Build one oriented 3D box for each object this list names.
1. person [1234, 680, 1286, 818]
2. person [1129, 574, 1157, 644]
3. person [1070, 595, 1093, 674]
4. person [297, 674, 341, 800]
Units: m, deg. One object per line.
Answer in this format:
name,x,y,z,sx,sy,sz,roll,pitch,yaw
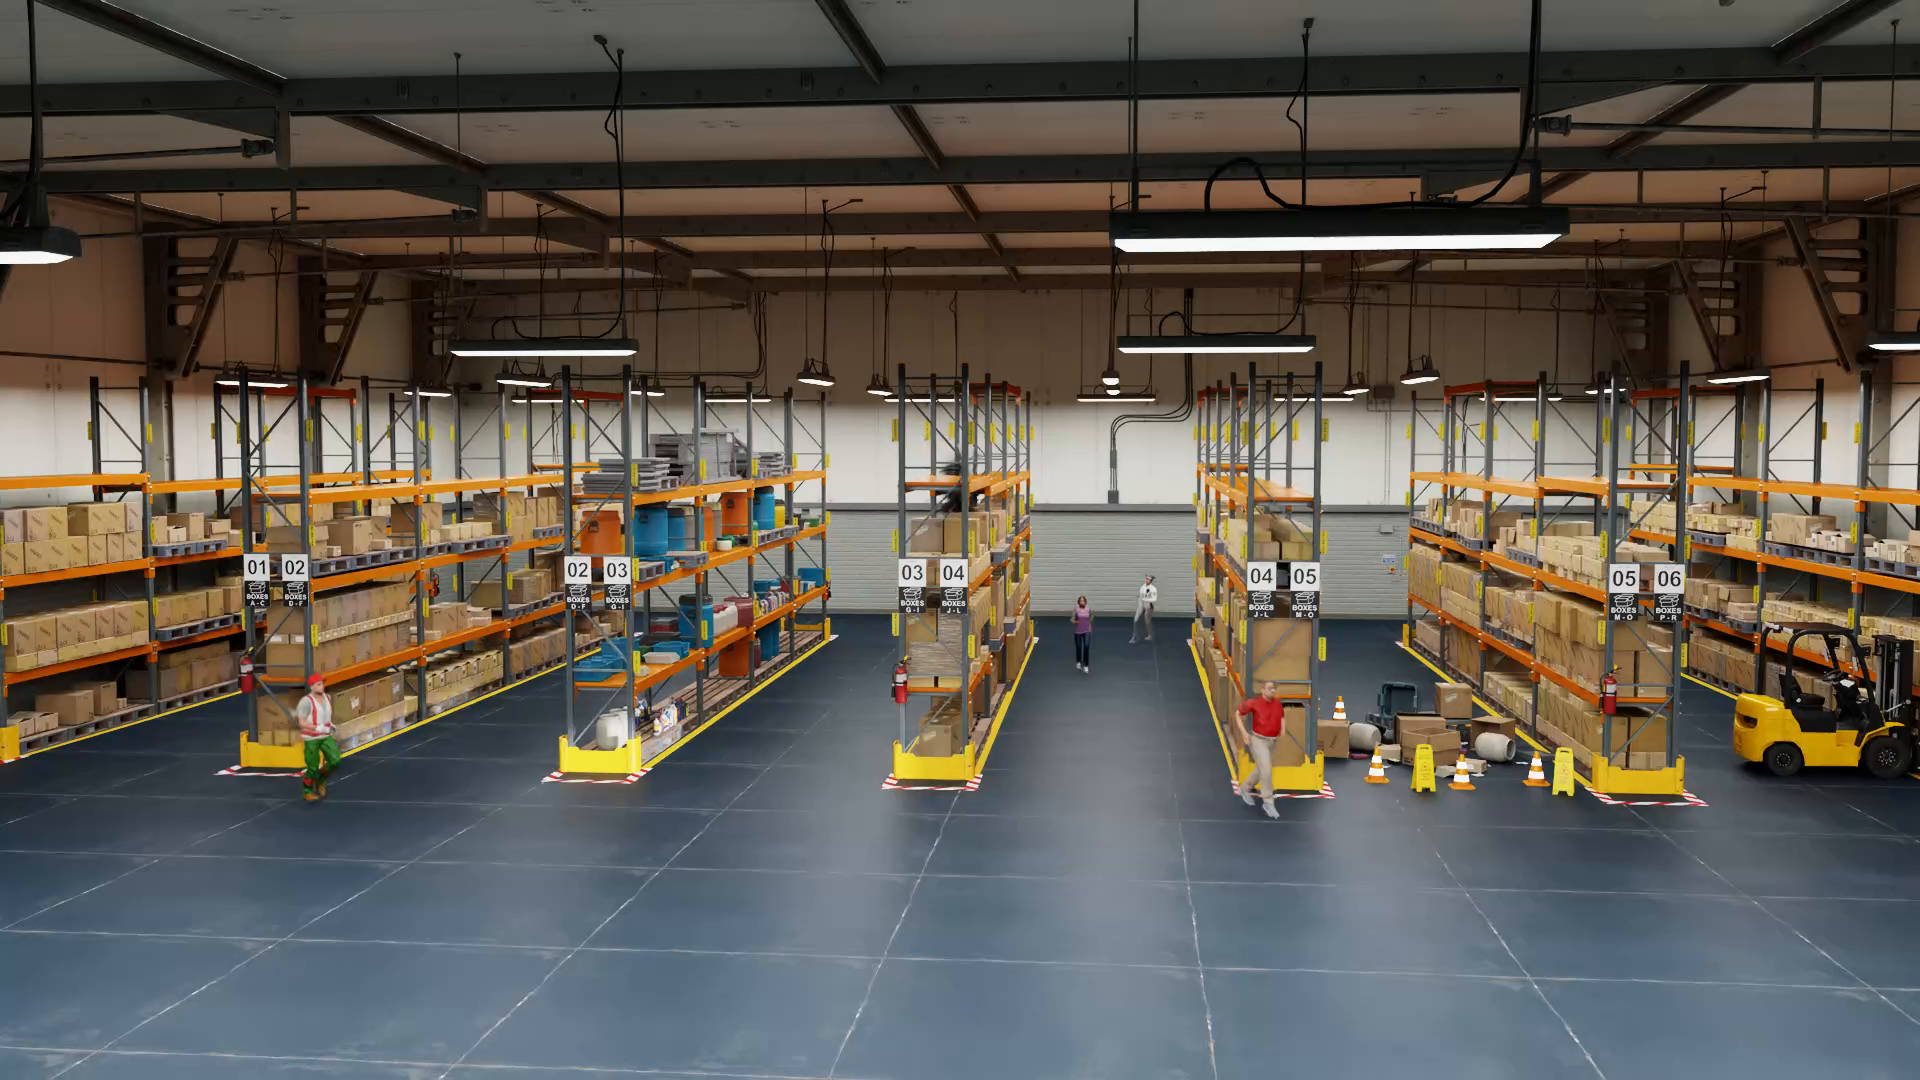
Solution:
person,4.030,2.734,22.055,0.669,1.769,0.897,-3,4,-34
person,4.475,1.642,39.596,0.608,1.692,0.745,3,5,43
person,2.550,1.975,34.830,0.490,1.644,0.777,0,4,2
person,-8.650,2.671,22.512,0.710,1.739,0.654,2,4,33
